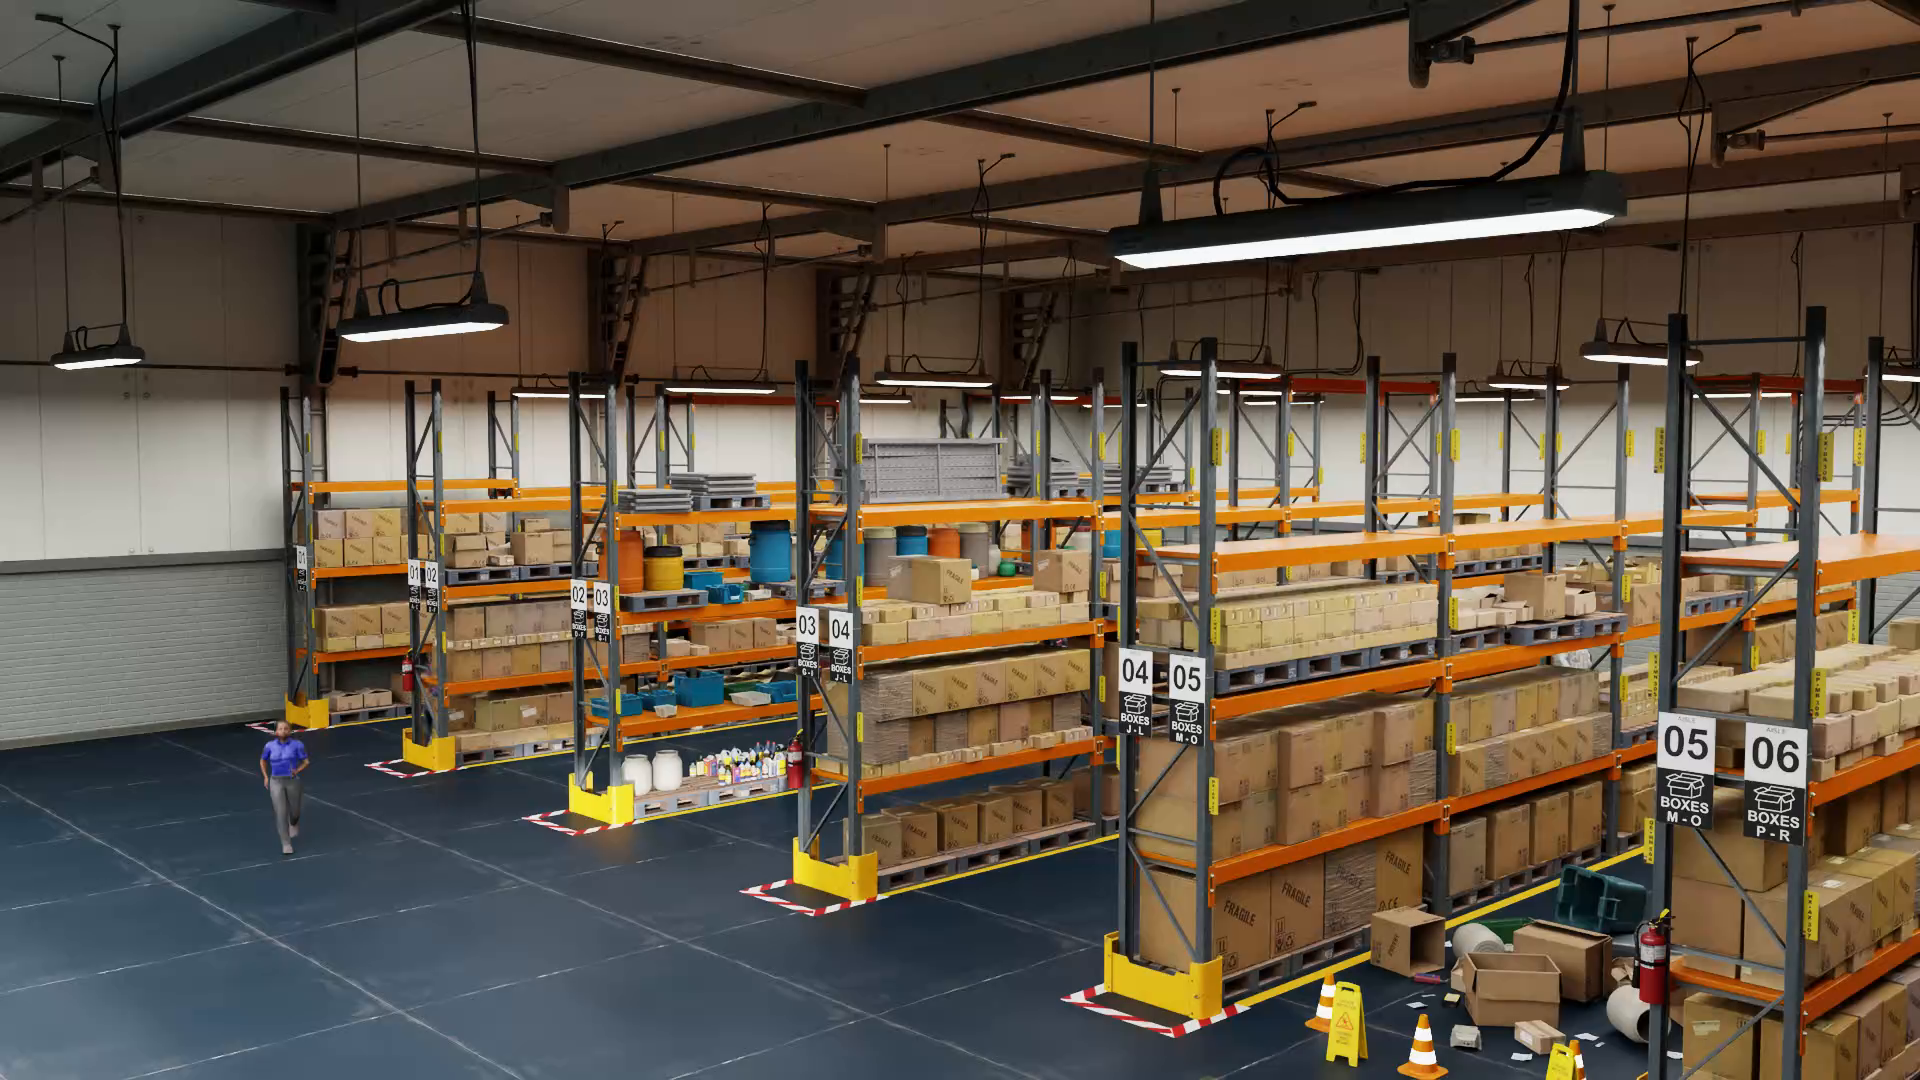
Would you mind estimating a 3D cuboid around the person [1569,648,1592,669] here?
[{"bbox_3d":[11.352,2.391,30.481,0.498,1.657,0.711,-1,4,-19],"label":"person"}]

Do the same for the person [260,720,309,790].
[{"bbox_3d":[-8.337,2.650,20.505,0.576,0.841,0.504,-1,4,-21],"label":"person"}]

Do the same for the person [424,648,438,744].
[{"bbox_3d":[-8.745,2.595,27.895,0.747,1.610,0.528,-3,5,-43],"label":"person"}]
